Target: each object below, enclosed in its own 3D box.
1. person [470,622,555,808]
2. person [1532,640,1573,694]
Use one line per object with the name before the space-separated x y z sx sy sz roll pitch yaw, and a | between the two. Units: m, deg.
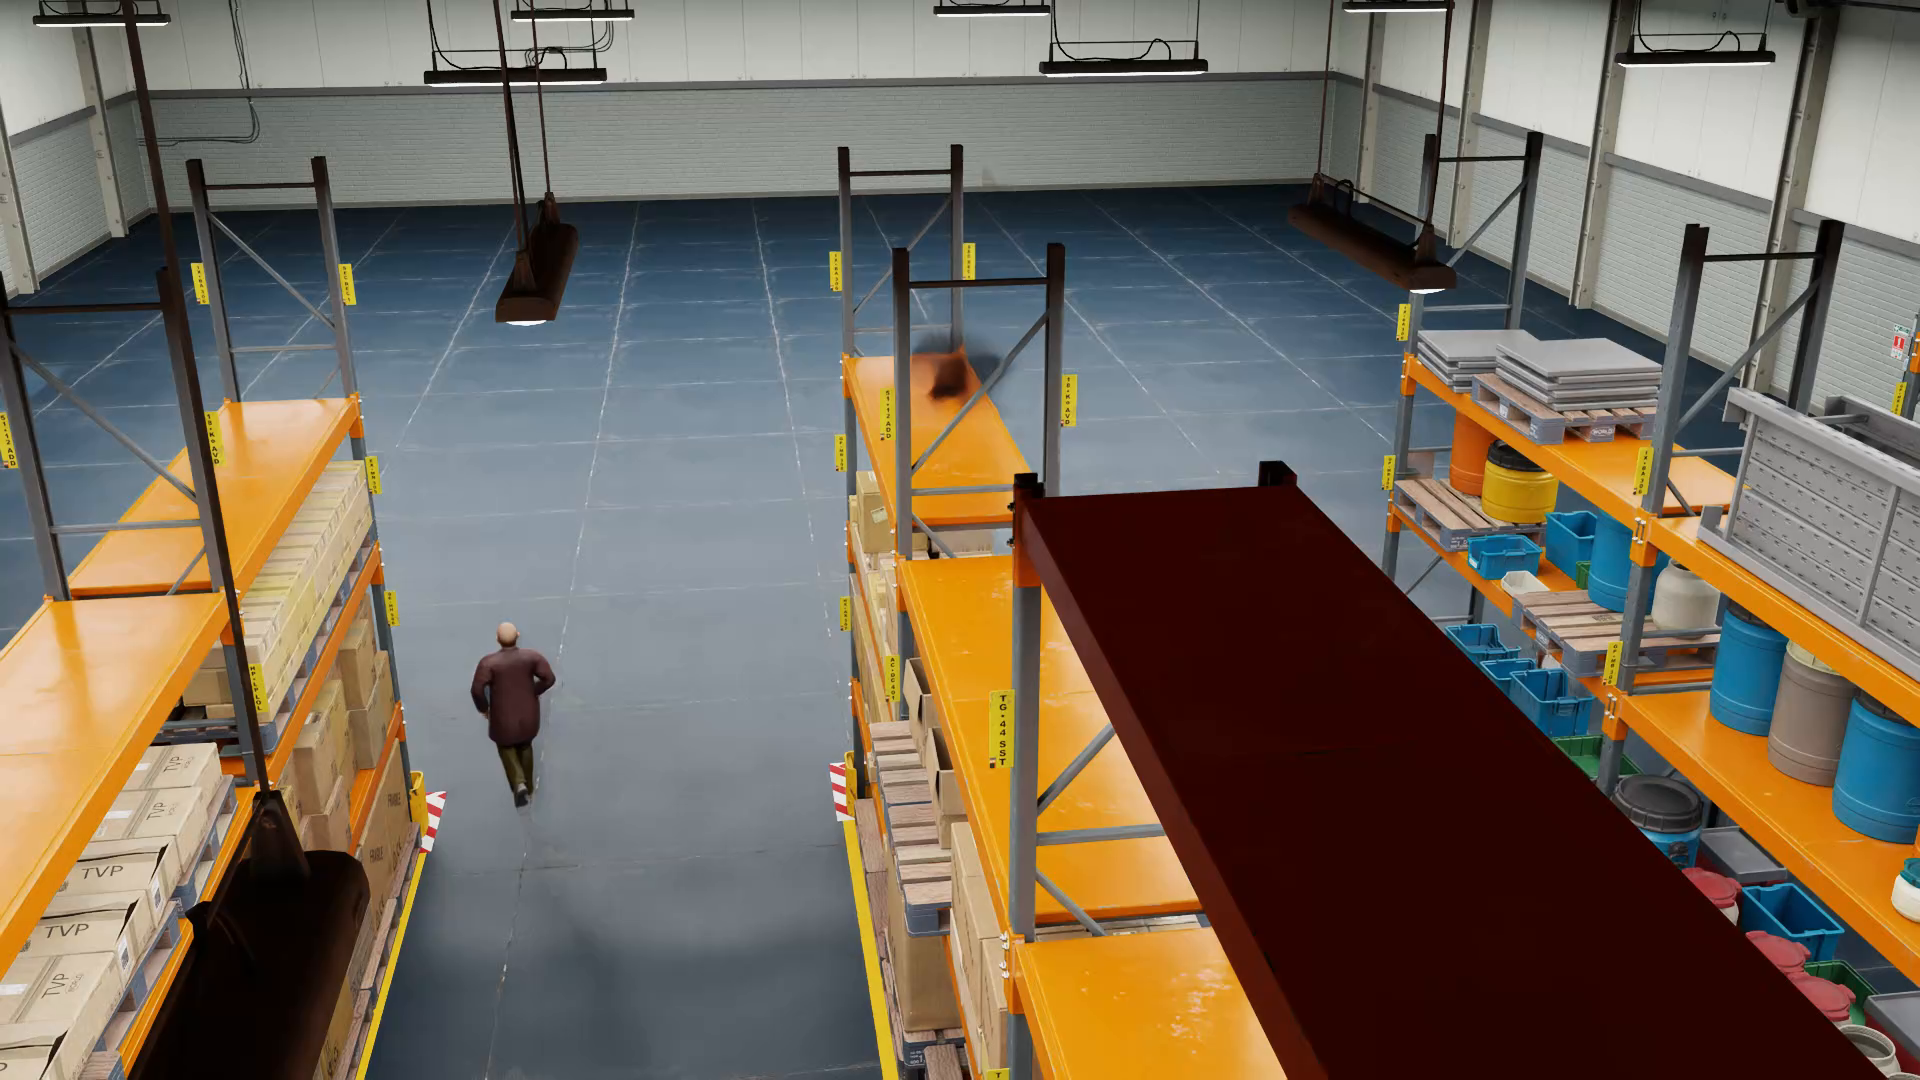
person | -3.905 1.544 14.609 0.739 1.755 0.611 -11 24 -26
person | 5.800 1.262 16.196 0.614 1.708 0.895 -5 22 -12
